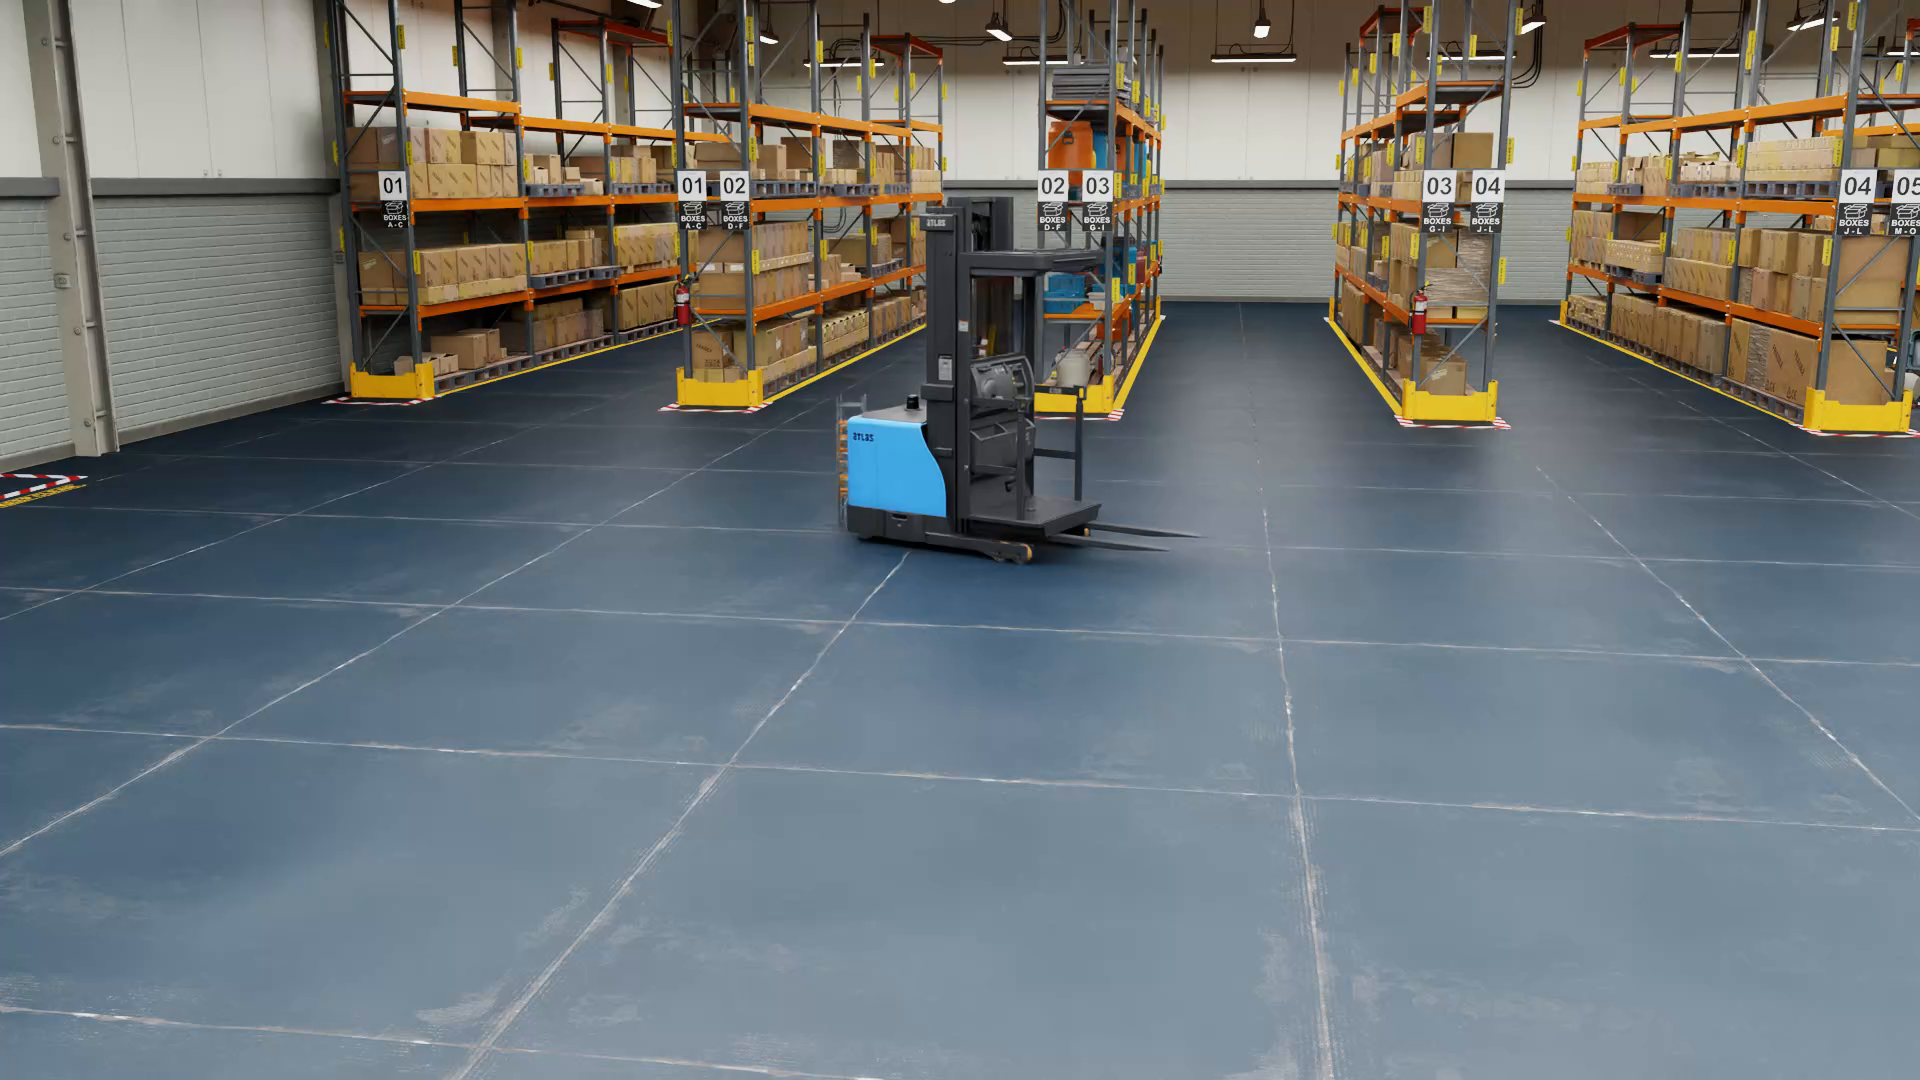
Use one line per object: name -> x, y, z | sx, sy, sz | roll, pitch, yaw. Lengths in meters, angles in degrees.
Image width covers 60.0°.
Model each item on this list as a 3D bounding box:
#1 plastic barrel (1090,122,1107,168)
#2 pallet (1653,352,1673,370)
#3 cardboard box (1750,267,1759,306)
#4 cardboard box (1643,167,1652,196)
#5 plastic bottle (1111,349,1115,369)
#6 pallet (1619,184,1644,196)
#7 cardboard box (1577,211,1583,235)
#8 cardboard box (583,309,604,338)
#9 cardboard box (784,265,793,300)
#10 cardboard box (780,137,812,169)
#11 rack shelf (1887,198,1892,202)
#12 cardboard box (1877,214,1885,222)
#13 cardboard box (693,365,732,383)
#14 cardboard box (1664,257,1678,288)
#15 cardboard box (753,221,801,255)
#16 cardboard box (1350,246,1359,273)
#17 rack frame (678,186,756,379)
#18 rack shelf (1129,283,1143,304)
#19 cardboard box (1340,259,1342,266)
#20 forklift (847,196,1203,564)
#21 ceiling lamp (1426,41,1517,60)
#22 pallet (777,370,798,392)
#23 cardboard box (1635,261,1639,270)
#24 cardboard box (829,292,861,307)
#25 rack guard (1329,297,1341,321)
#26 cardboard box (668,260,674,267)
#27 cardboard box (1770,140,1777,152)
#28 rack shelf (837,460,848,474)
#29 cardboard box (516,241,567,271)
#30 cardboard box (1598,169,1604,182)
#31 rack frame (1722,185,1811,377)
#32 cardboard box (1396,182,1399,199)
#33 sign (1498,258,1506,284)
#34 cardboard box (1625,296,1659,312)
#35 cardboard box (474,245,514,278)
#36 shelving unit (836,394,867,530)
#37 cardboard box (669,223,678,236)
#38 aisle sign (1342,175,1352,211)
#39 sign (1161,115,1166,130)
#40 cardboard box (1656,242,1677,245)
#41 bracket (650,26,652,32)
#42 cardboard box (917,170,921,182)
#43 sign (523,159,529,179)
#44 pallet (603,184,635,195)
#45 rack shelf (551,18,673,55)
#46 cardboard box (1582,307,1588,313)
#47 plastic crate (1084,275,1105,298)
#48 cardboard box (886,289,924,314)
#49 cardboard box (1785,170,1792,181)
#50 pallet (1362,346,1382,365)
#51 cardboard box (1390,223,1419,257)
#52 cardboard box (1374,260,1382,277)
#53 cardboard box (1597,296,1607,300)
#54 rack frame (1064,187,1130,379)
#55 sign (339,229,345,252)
plastic barrel -> 1.890, -5.763, 24.809 | 0.600, 0.901, 0.708 | 2, 12, 9
pallet -> 12.348, -3.016, 27.987 | 1.003, 0.211, 1.213 | 2, 12, 9
cardboard box -> 11.821, -3.589, 23.671 | 0.875, 0.550, 0.550 | 2, 12, 9
cardboard box -> 12.525, -6.392, 29.674 | 0.500, 0.500, 0.500 | 2, 12, 9
plastic bottle -> 2.305, -2.787, 25.549 | 0.144, 0.351, 0.185 | 1, 12, 6
pallet -> 12.802, -6.407, 30.428 | 1.213, 0.211, 1.003 | 2, 12, 9
cardboard box -> 13.371, -6.699, 35.141 | 0.500, 0.500, 0.500 | 2, 12, 10
cardboard box -> -7.084, -4.046, 31.034 | 0.700, 0.500, 0.500 | 2, 12, 9
cardboard box -> -2.963, -3.954, 25.481 | 0.700, 0.500, 0.500 | 2, 12, 9
cardboard box -> -2.611, -6.304, 27.082 | 0.500, 0.500, 0.500 | 2, 12, 9
rack shelf -> 17.758, -5.932, 29.488 | 1.077, 0.370, 4.000 | 2, 12, 9
cardboard box -> 17.798, -6.163, 31.821 | 0.380, 0.149, 0.250 | 2, 12, 7
cardboard box -> -3.570, -2.361, 23.860 | 0.500, 0.250, 0.500 | 2, 12, 9
cardboard box -> 12.208, -4.505, 28.040 | 0.500, 0.500, 0.500 | 2, 12, 9
cardboard box -> -2.883, -4.697, 25.851 | 0.700, 0.500, 0.500 | 2, 12, 9
cardboard box -> 7.956, -5.516, 32.733 | 0.500, 0.500, 0.500 | 2, 12, 9
rack frame -> -3.360, -3.379, 23.052 | 1.000, 3.000, 0.127 | 2, 12, 9
rack shelf -> 2.457, -4.115, 28.175 | 1.077, 0.370, 4.000 | 2, 12, 9
cardboard box -> 8.273, -5.882, 35.261 | 0.380, 0.149, 0.250 | 2, 12, 7
forklift -> 0.533, -1.362, 13.856 | 3.031, 2.935, 1.130 | 8, 14, 31
ceiling lamp -> 11.807, -12.651, 37.978 | 2.000, 3.185, 0.800 | 2, 12, 9
pallet -> -3.094, -2.430, 25.266 | 1.003, 0.211, 1.213 | 2, 12, 9
cardboard box -> 12.286, -4.898, 29.699 | 0.380, 0.149, 0.250 | 2, 12, 8
cardboard box -> -2.213, -4.618, 31.911 | 0.500, 0.250, 0.500 | 2, 12, 11
rack guard -> 8.892, -5.171, 37.301 | 1.175, 0.500, 0.348 | 2, 12, 9
cardboard box -> -6.198, -5.791, 34.792 | 0.380, 0.149, 0.250 | 2, 12, 10
cardboard box -> 11.382, -5.419, 22.866 | 0.380, 0.149, 0.250 | 2, 12, 9
rack shelf -> -0.960, -0.650, 14.848 | 0.258, 0.103, 0.180 | 1, 9, 5
cardboard box -> -7.365, -4.994, 29.266 | 0.700, 0.500, 0.500 | 4, 13, 16
cardboard box -> 13.146, -7.332, 33.443 | 0.500, 0.250, 0.500 | 2, 12, 11
rack frame -> 11.928, -3.708, 24.580 | 1.000, 3.000, 0.127 | 2, 12, 9
cardboard box -> 6.644, -5.087, 24.215 | 0.500, 0.250, 0.500 | 2, 12, 8
sign -> 6.964, -3.463, 21.387 | 0.100, 0.325, 0.005 | 2, 12, 9
cardboard box -> 12.622, -4.361, 30.766 | 0.500, 0.250, 0.500 | 2, 12, 11
cardboard box -> -7.478, -4.462, 26.606 | 0.500, 0.500, 0.500 | 2, 12, 8
shelving unit -> -0.960, -0.694, 14.840 | 0.258, 1.200, 0.189 | 1, 9, 5
cardboard box -> -6.229, -6.502, 34.772 | 0.500, 0.250, 0.500 | 2, 12, 10
aisle sign -> 8.603, -7.683, 36.855 | 0.394, 0.787, 0.004 | 2, 12, 9
sign -> 4.541, -9.309, 37.094 | 0.100, 0.325, 0.005 | 2, 12, 9
cardboard box -> 13.126, -5.441, 30.810 | 0.380, 0.149, 0.250 | 1, 12, 7
bracket -> -6.742, -10.978, 35.527 | 0.235, 0.232, 0.430 | 2, 12, 9
cardboard box -> -1.119, -7.712, 35.206 | 0.500, 0.250, 0.500 | 2, 12, 9
sign -> -7.103, -6.074, 27.212 | 0.100, 0.325, 0.005 | 2, 12, 9
pallet -> -6.978, -6.714, 31.854 | 1.213, 0.211, 1.003 | 2, 12, 11
rack shelf -> -6.717, -9.826, 32.546 | 1.077, 0.370, 4.000 | 2, 12, 9
cardboard box -> 13.298, -4.845, 34.920 | 0.380, 0.149, 0.250 | 1, 12, 6
plastic crate -> 1.943, -3.915, 25.687 | 0.767, 0.338, 0.504 | 2, 12, 9
cardboard box -> -1.231, -5.263, 36.675 | 0.797, 0.503, 0.637 | 2, 12, 9
cardboard box -> 11.265, -4.871, 22.217 | 0.380, 0.149, 0.250 | 2, 12, 9
pallet -> 7.537, -3.197, 28.826 | 1.003, 0.211, 1.213 | 2, 12, 9
cardboard box -> 6.723, -4.487, 24.879 | 0.500, 0.500, 0.500 | 2, 12, 9
cardboard box -> 7.173, -4.513, 27.674 | 0.500, 0.250, 0.500 | 2, 12, 7
cardboard box -> 13.848, -5.140, 35.581 | 0.380, 0.149, 0.250 | 2, 12, 10
rack frame -> 2.149, -4.050, 26.168 | 1.000, 3.000, 0.127 | 2, 12, 9
sign -> -8.801, -4.281, 23.741 | 0.100, 0.325, 0.005 | 2, 12, 9
